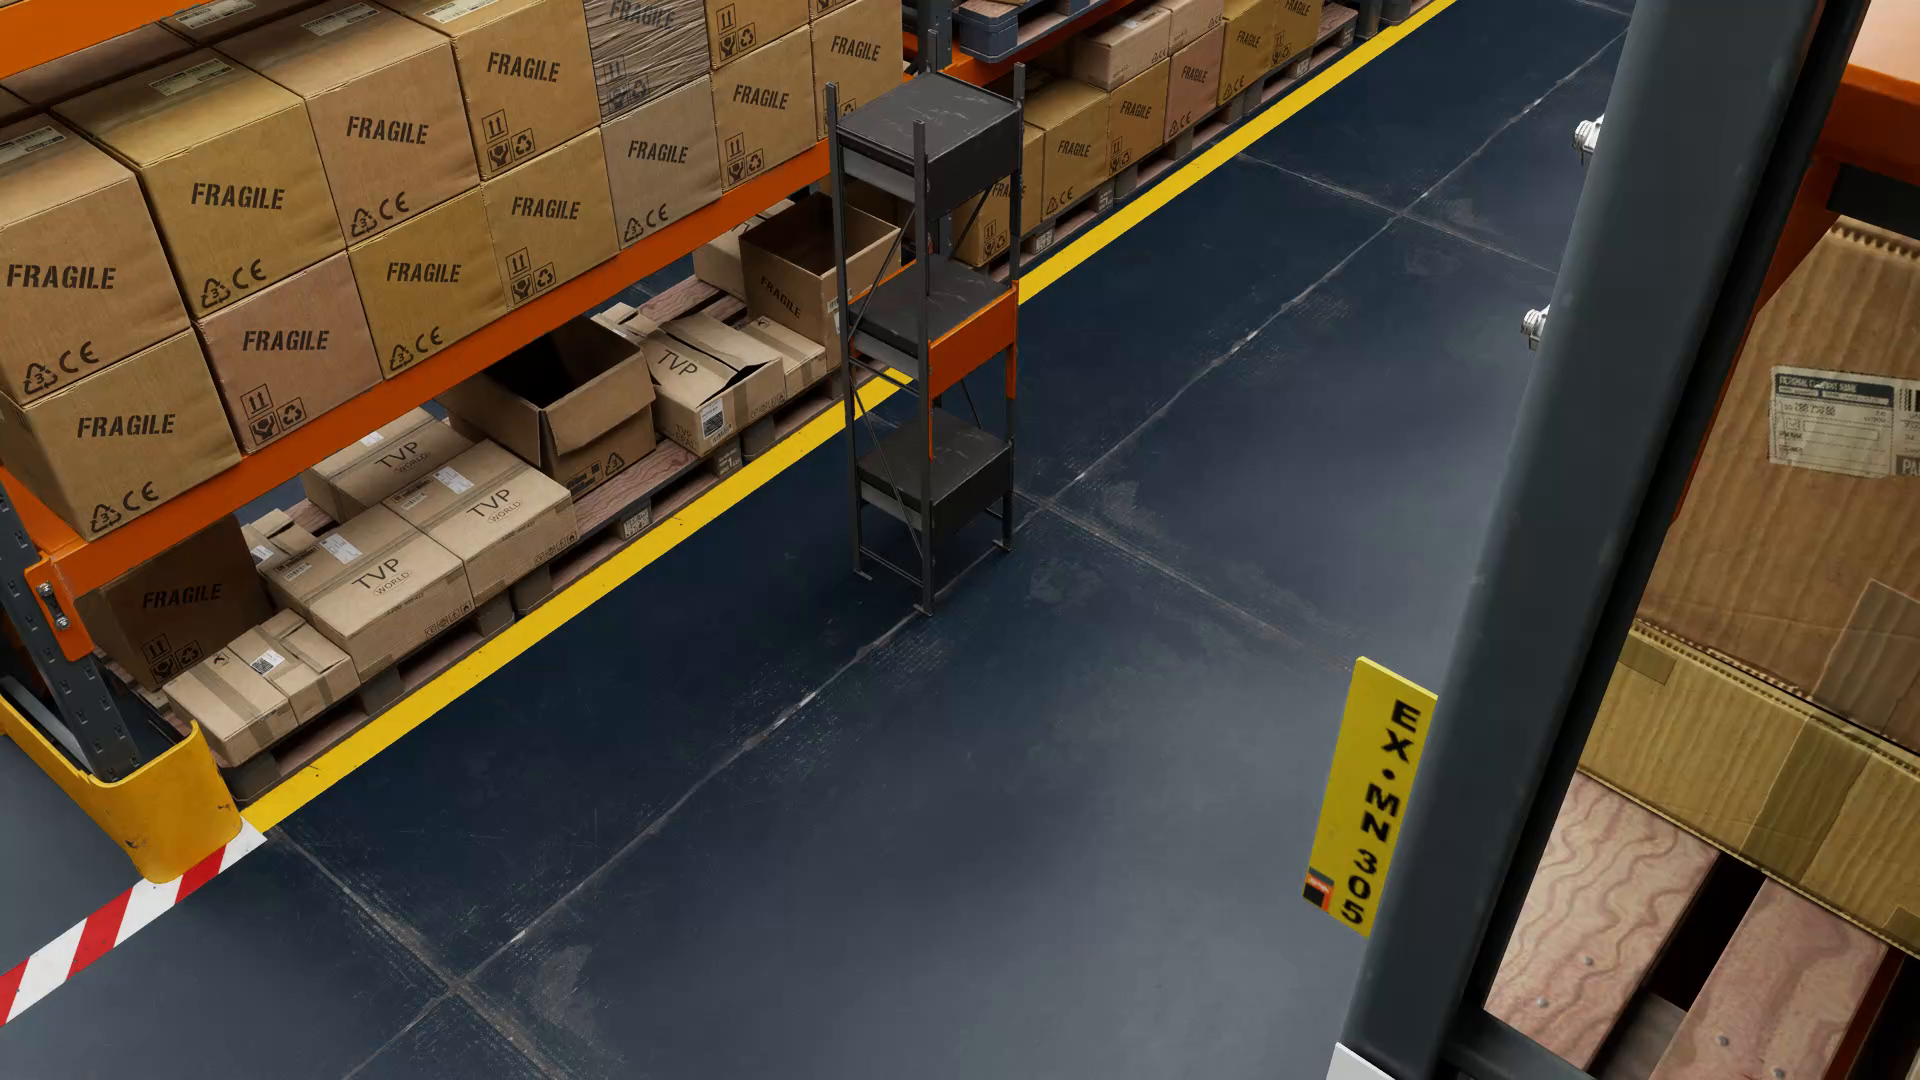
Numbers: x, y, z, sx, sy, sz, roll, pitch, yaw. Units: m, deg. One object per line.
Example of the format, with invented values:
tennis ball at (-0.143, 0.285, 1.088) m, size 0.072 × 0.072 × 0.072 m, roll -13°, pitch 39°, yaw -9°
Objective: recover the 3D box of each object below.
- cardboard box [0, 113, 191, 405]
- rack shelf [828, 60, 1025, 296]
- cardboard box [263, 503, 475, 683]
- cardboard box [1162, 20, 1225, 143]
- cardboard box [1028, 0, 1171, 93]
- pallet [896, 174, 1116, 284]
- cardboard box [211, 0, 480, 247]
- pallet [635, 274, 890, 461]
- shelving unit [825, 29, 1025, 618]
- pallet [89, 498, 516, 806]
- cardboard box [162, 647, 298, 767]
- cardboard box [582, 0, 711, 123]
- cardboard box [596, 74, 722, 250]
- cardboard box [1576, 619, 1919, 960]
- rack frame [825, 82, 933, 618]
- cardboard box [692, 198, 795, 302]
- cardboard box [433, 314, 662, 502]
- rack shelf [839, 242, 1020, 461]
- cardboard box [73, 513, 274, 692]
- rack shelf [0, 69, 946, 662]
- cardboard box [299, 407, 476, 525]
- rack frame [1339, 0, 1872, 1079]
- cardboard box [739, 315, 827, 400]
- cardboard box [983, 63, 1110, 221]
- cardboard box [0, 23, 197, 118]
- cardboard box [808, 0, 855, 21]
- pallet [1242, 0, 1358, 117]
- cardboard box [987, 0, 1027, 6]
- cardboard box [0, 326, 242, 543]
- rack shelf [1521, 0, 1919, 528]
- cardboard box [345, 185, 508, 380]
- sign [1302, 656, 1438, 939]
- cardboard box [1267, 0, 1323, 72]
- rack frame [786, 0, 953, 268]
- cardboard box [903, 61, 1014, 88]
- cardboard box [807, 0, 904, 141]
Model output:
cardboard box at (-2.539, -0.778, 4.558) m, size 0.500 × 0.500 × 0.500 m, roll 31°, pitch 51°, yaw 30°
rack shelf at (-0.107, -1.199, 5.488) m, size 0.431 × 0.518 × 0.480 m, roll 29°, pitch 50°, yaw 28°
cardboard box at (-2.138, 0.183, 6.036) m, size 0.500 × 0.250 × 0.500 m, roll 29°, pitch 50°, yaw 28°
cardboard box at (1.033, -2.491, 8.791) m, size 0.500 × 0.500 × 0.500 m, roll 28°, pitch 49°, yaw 27°
cardboard box at (0.689, -2.490, 8.233) m, size 0.500 × 0.250 × 0.500 m, roll 30°, pitch 50°, yaw 29°
pallet at (0.042, -1.720, 8.484) m, size 1.003 × 0.211 × 1.213 m, roll 29°, pitch 50°, yaw 28°
cardboard box at (-1.883, -1.306, 5.139) m, size 0.500 × 0.500 × 0.500 m, roll 30°, pitch 50°, yaw 29°
pallet at (-0.895, -0.931, 7.617) m, size 1.003 × 0.211 × 1.213 m, roll 29°, pitch 50°, yaw 28°
shelving unit at (-0.107, -0.692, 5.950) m, size 0.431 × 2.100 × 0.503 m, roll 29°, pitch 50°, yaw 28°
pallet at (-2.466, 0.325, 6.236) m, size 1.003 × 0.211 × 1.213 m, roll 29°, pitch 50°, yaw 28°
cardboard box at (-2.494, 0.569, 5.687) m, size 0.380 × 0.149 × 0.250 m, roll 29°, pitch 50°, yaw 28°
cardboard box at (-1.232, -1.826, 5.711) m, size 0.500 × 0.500 × 0.500 m, roll 30°, pitch 50°, yaw 29°
cardboard box at (-1.237, -1.453, 6.044) m, size 0.500 × 0.500 × 0.500 m, roll 31°, pitch 50°, yaw 29°
cardboard box at (1.035, 0.148, 1.853) m, size 0.500 × 0.250 × 0.500 m, roll 31°, pitch 51°, yaw 30°
rack frame at (-0.264, -0.566, 5.812) m, size 0.400 × 2.100 × 0.015 m, roll 29°, pitch 50°, yaw 28°
cardboard box at (-0.888, -1.362, 7.690) m, size 0.500 × 0.311 × 0.500 m, roll 29°, pitch 50°, yaw 28°
cardboard box at (-1.658, -0.586, 6.693) m, size 0.797 × 0.503 × 0.637 m, roll 29°, pitch 50°, yaw 28°
rack shelf at (-0.107, -0.682, 5.959) m, size 0.431 × 0.518 × 0.480 m, roll 29°, pitch 50°, yaw 28°
cardboard box at (-2.865, 0.119, 5.921) m, size 0.500 × 0.500 × 0.500 m, roll 29°, pitch 50°, yaw 28°
rack shelf at (-1.740, -1.020, 6.177) m, size 1.077 × 0.370 × 4.000 m, roll 29°, pitch 50°, yaw 28°
cardboard box at (-2.231, -0.265, 6.528) m, size 0.500 × 0.250 × 0.500 m, roll 29°, pitch 50°, yaw 28°
rack frame at (0.767, -0.333, 0.428) m, size 1.000 × 3.000 × 0.127 m, roll 29°, pitch 50°, yaw 28°
cardboard box at (-0.798, -0.789, 7.180) m, size 0.380 × 0.149 × 0.250 m, roll 29°, pitch 50°, yaw 28°
cardboard box at (0.380, -1.977, 8.226) m, size 0.500 × 0.500 × 0.500 m, roll 30°, pitch 50°, yaw 29°
cardboard box at (-2.626, -1.272, 5.102) m, size 0.500 × 0.500 × 0.500 m, roll 31°, pitch 51°, yaw 29°
cardboard box at (-0.580, -2.351, 6.288) m, size 0.500 × 0.500 × 0.500 m, roll 30°, pitch 50°, yaw 29°
pallet at (1.612, -2.976, 9.866) m, size 1.003 × 0.211 × 1.213 m, roll 29°, pitch 50°, yaw 28°
cardboard box at (0.024, -2.656, 7.055) m, size 0.700 × 0.500 × 0.500 m, roll 14°, pitch 44°, yaw 15°
cardboard box at (-2.539, -0.408, 4.895) m, size 0.500 × 0.500 × 0.500 m, roll 31°, pitch 50°, yaw 29°
rack shelf at (2.054, -0.949, 1.937) m, size 1.077 × 0.370 × 4.000 m, roll 29°, pitch 50°, yaw 28°
cardboard box at (-1.886, -0.933, 5.472) m, size 0.500 × 0.500 × 0.500 m, roll 29°, pitch 50°, yaw 28°
sign at (0.361, 0.236, 1.432) m, size 0.100 × 0.325 × 0.005 m, roll 29°, pitch 50°, yaw 28°
cardboard box at (1.699, -3.031, 9.384) m, size 0.500 × 0.500 × 0.500 m, roll 32°, pitch 51°, yaw 30°
rack frame at (-0.453, -2.316, 7.068) m, size 1.000 × 3.000 × 0.127 m, roll 29°, pitch 50°, yaw 28°
cardboard box at (-0.030, -2.183, 8.453) m, size 0.500 × 0.500 × 0.500 m, roll 30°, pitch 50°, yaw 29°
cardboard box at (-0.578, -1.985, 6.629) m, size 0.500 × 0.500 × 0.500 m, roll 30°, pitch 50°, yaw 29°
